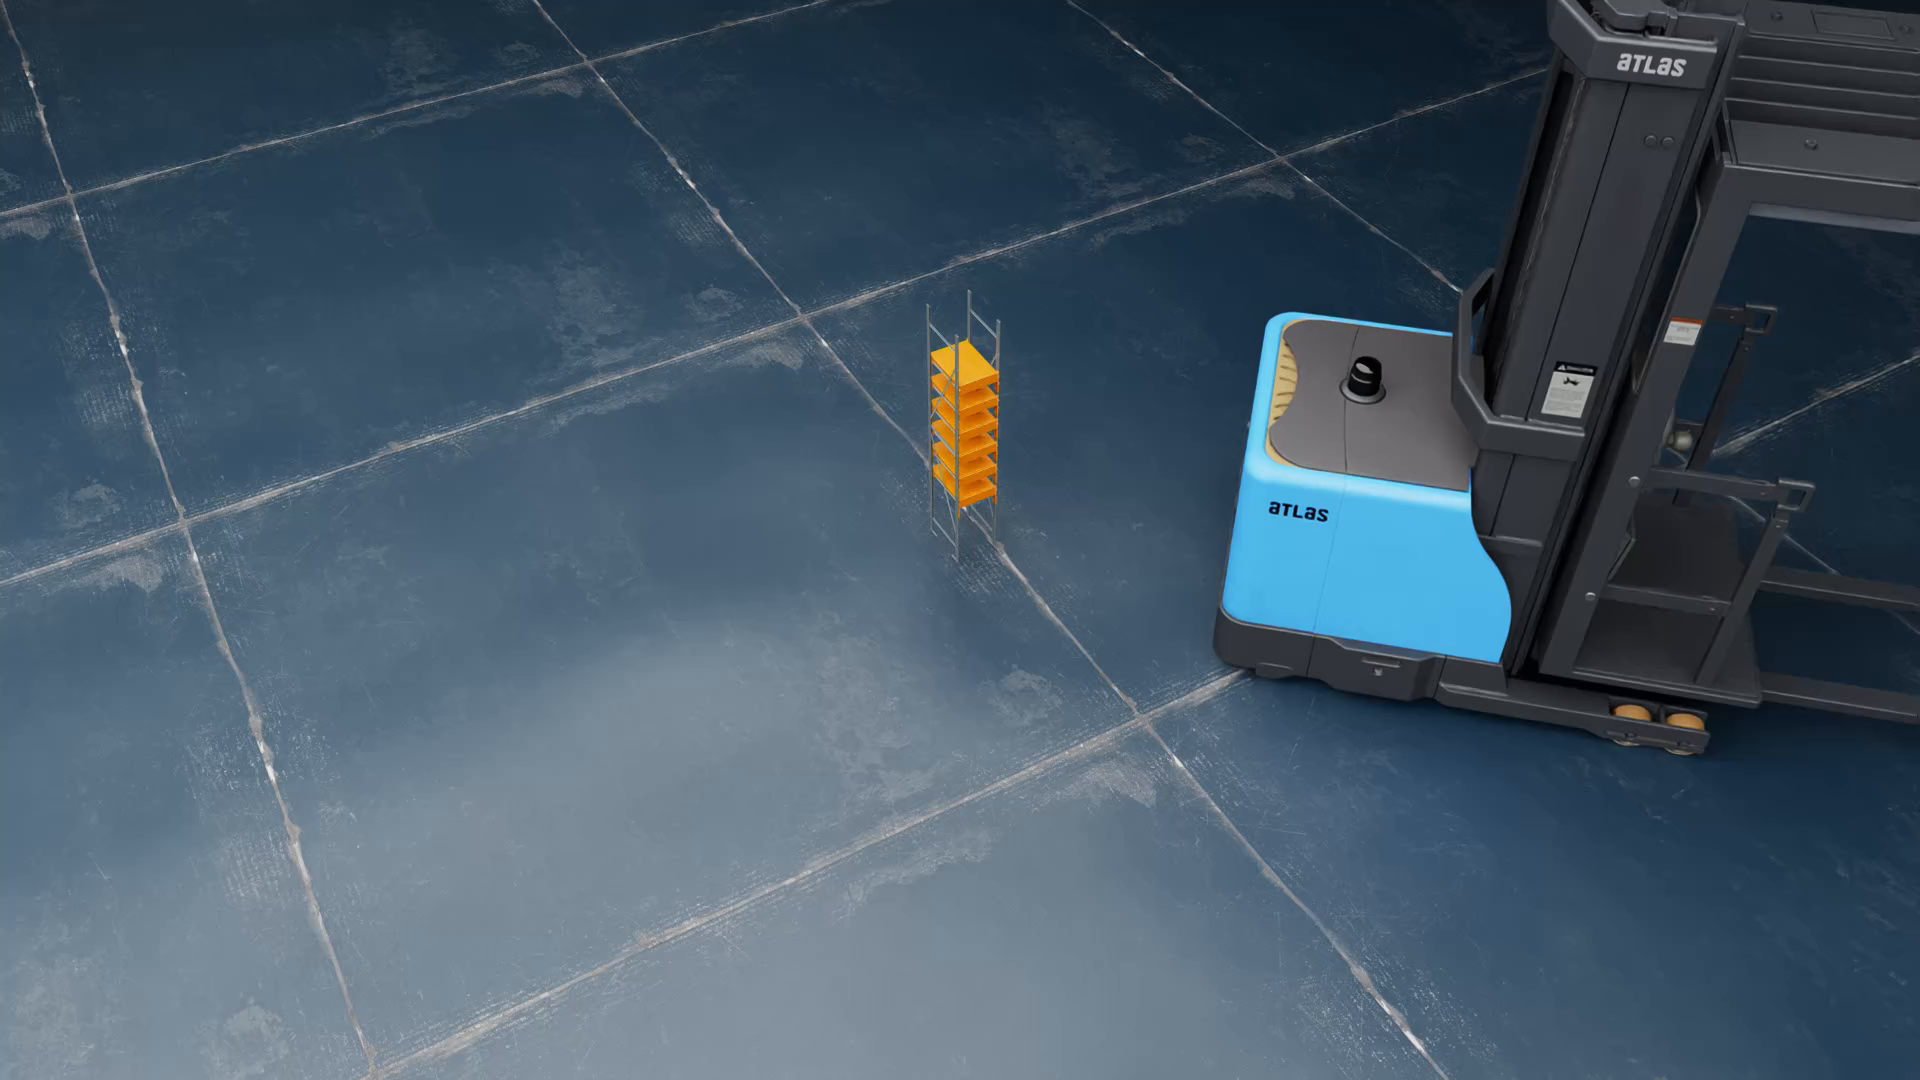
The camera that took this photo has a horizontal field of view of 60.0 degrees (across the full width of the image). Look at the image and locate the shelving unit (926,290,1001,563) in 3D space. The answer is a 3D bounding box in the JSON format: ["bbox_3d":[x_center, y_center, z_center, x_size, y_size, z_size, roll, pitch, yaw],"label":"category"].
[{"bbox_3d":[0.013,-0.436,6.767,0.189,1.200,0.258,-22,48,-21],"label":"shelving unit"}]

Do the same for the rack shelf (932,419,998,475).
[{"bbox_3d":[0.013,-0.404,6.798,0.180,0.103,0.258,-22,48,-21],"label":"rack shelf"}]

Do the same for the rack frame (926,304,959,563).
[{"bbox_3d":[-0.067,-0.404,6.734,0.006,1.200,0.240,-22,48,-21],"label":"rack frame"}]

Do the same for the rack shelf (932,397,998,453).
[{"bbox_3d":[0.013,-0.490,6.714,0.180,0.103,0.258,-22,48,-21],"label":"rack shelf"}]

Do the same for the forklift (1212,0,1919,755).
[{"bbox_3d":[2.581,-0.642,5.737,3.031,2.935,1.130,9,45,9],"label":"forklift"}]

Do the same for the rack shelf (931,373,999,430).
[{"bbox_3d":[0.013,-0.576,6.631,0.180,0.103,0.258,-22,48,-21],"label":"rack shelf"}]

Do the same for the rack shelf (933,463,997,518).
[{"bbox_3d":[0.013,-0.231,6.965,0.180,0.103,0.258,-22,48,-21],"label":"rack shelf"}]

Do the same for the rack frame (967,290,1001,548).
[{"bbox_3d":[0.092,-0.467,6.799,0.006,1.200,0.240,-22,48,-21],"label":"rack frame"}]

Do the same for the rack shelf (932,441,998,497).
[{"bbox_3d":[0.013,-0.318,6.881,0.180,0.103,0.258,-22,48,-21],"label":"rack shelf"}]

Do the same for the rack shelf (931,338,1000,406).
[{"bbox_3d":[0.013,-0.662,6.547,0.180,0.103,0.258,-22,48,-21],"label":"rack shelf"}]
